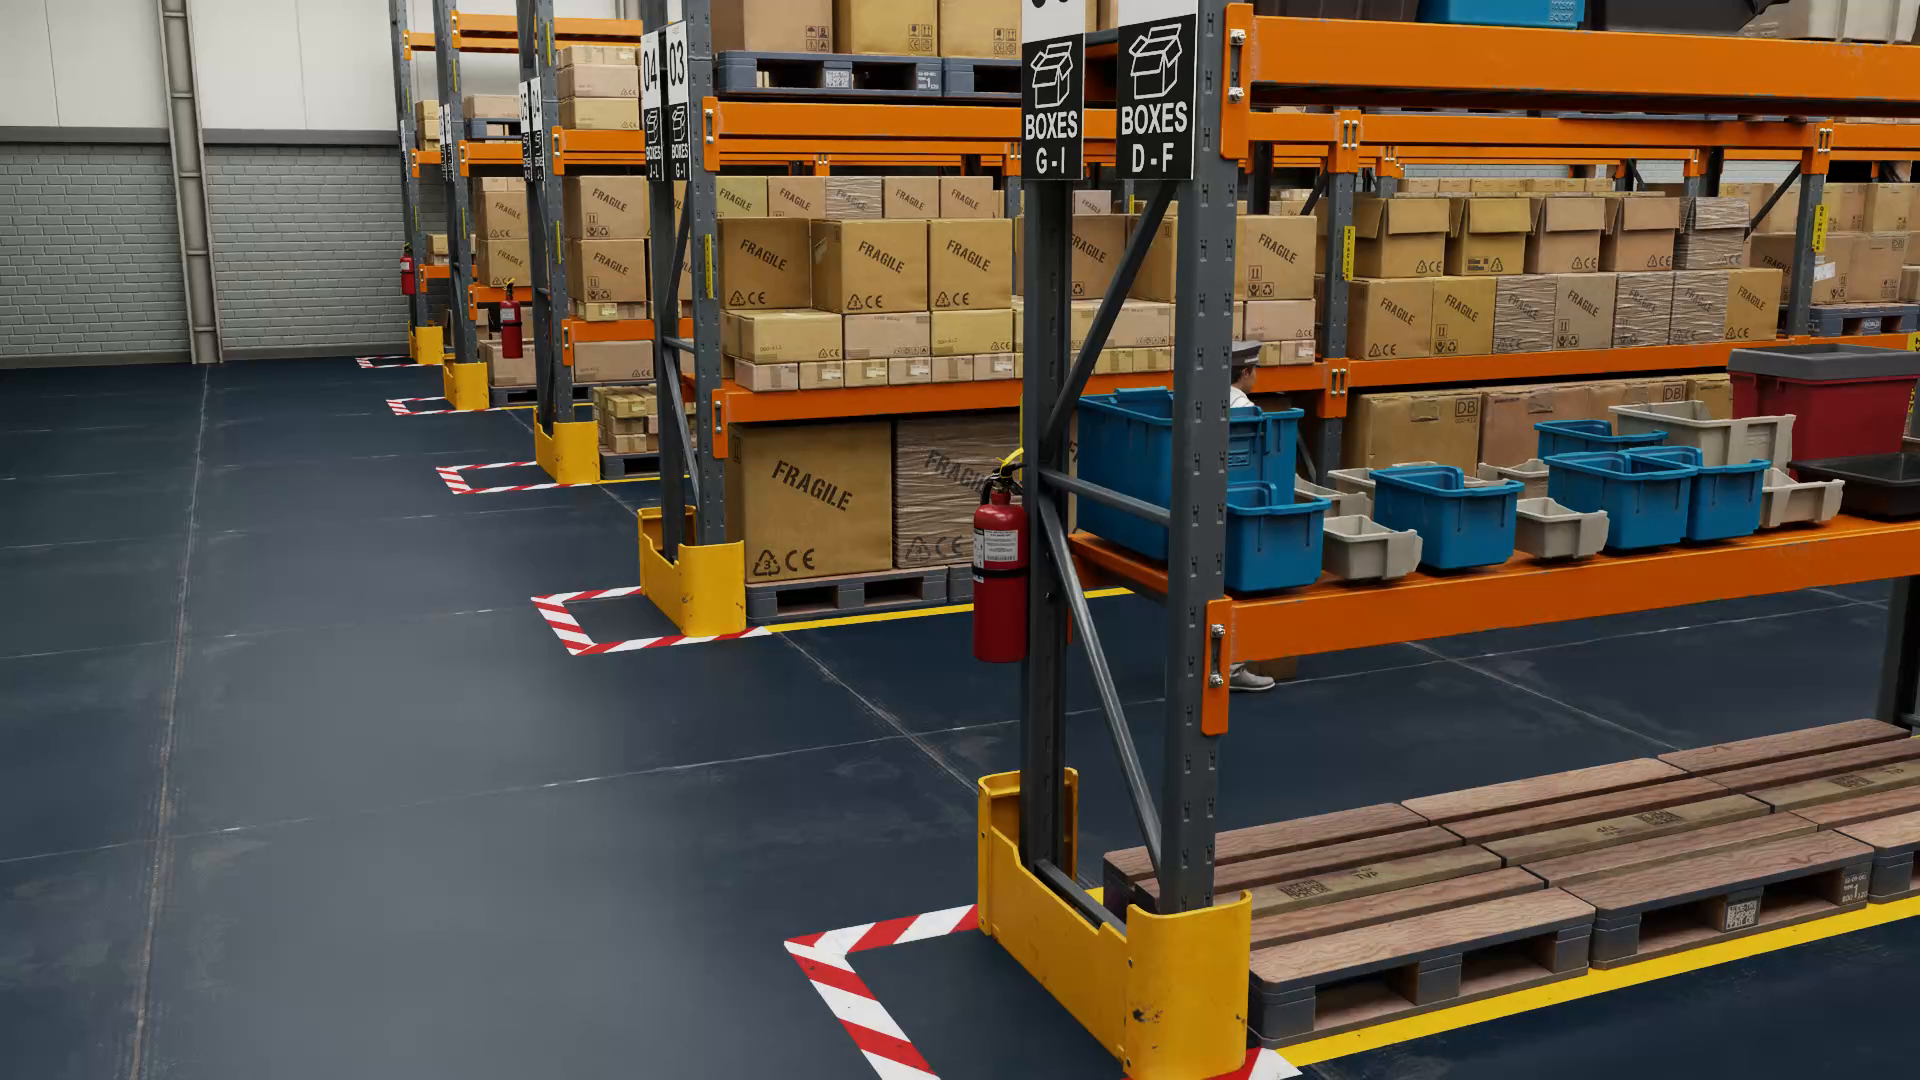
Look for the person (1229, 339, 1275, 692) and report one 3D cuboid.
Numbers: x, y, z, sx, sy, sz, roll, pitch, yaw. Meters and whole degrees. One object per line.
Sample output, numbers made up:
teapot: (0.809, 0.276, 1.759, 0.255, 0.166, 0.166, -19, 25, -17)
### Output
person: (1.278, -0.125, 8.027, 0.371, 1.666, 0.547, -6, 14, -26)
